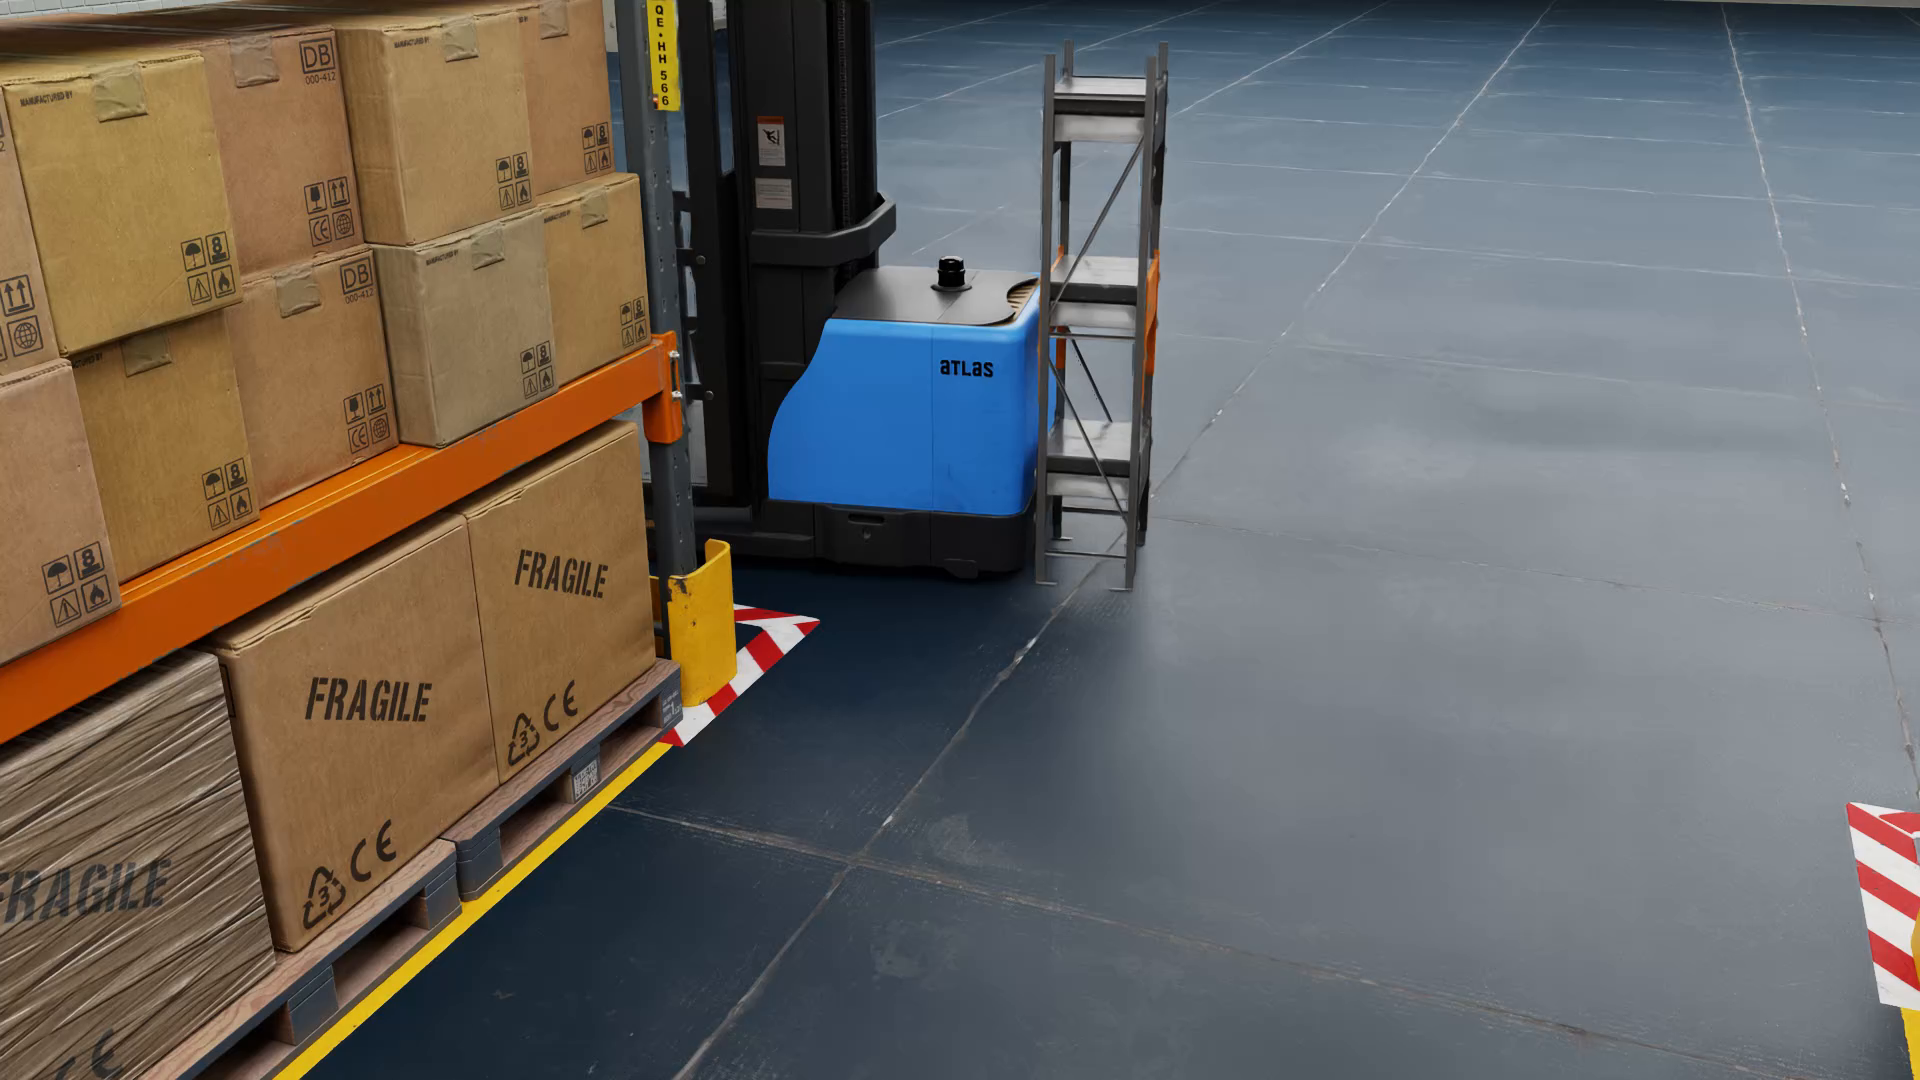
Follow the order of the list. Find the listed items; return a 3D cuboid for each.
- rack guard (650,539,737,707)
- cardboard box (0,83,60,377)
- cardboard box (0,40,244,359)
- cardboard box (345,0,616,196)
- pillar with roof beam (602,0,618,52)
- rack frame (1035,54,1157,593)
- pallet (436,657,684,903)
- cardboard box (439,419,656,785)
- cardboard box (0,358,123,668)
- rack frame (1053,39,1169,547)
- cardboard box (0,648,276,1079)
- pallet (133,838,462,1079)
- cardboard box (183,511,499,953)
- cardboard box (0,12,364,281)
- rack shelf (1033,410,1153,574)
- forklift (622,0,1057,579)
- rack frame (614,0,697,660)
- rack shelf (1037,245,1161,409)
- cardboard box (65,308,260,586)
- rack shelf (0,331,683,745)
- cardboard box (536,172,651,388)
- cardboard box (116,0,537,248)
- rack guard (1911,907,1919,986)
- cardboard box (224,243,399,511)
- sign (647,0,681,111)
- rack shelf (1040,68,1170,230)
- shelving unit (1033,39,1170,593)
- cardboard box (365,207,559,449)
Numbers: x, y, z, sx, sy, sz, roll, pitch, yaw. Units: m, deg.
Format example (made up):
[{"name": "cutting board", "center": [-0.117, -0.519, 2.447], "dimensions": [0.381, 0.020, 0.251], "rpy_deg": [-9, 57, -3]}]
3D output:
[{"name": "rack guard", "center": [-1.402, 0.220, 6.074], "dimensions": [1.175, 0.500, 0.348], "rpy_deg": [9, 24, 20]}, {"name": "cardboard box", "center": [-2.303, -0.575, 3.139], "dimensions": [0.875, 0.550, 0.550], "rpy_deg": [9, 24, 20]}, {"name": "cardboard box", "center": [-2.114, -0.766, 3.596], "dimensions": [0.875, 0.550, 0.500], "rpy_deg": [9, 24, 20]}, {"name": "cardboard box", "center": [-1.585, -1.365, 5.030], "dimensions": [0.875, 0.550, 0.550], "rpy_deg": [9, 24, 20]}, {"name": "pillar with roof beam", "center": [-1.067, -10.780, 21.382], "dimensions": [9.100, 9.000, 0.400], "rpy_deg": [9, 24, 20]}, {"name": "rack frame", "center": [0.506, -0.772, 6.373], "dimensions": [0.400, 2.100, 0.015], "rpy_deg": [4, 23, 11]}, {"name": "pallet", "center": [-1.635, 0.659, 5.398], "dimensions": [1.003, 0.211, 1.213], "rpy_deg": [9, 24, 20]}, {"name": "cardboard box", "center": [-1.601, 0.114, 5.297], "dimensions": [0.875, 0.875, 0.875], "rpy_deg": [9, 24, 20]}, {"name": "cardboard box", "center": [-2.278, -0.073, 3.338], "dimensions": [0.875, 0.550, 0.550], "rpy_deg": [9, 24, 20]}, {"name": "rack frame", "center": [0.603, -0.956, 6.815], "dimensions": [0.400, 2.100, 0.015], "rpy_deg": [4, 23, 11]}, {"name": "cardboard box", "center": [-2.267, 0.755, 3.762], "dimensions": [0.875, 0.875, 0.875], "rpy_deg": [9, 24, 20]}, {"name": "pallet", "center": [-2.090, 1.094, 4.356], "dimensions": [1.003, 0.211, 1.213], "rpy_deg": [9, 24, 20]}, {"name": "cardboard box", "center": [-1.926, 0.429, 4.542], "dimensions": [0.875, 0.875, 0.875], "rpy_deg": [8, 24, 19]}, {"name": "cardboard box", "center": [-2.037, -0.974, 4.094], "dimensions": [0.875, 0.550, 0.550], "rpy_deg": [9, 24, 20]}, {"name": "rack shelf", "center": [0.555, -0.205, 6.869], "dimensions": [0.431, 0.518, 0.480], "rpy_deg": [4, 23, 11]}, {"name": "forklift", "center": [-1.130, -1.462, 6.946], "dimensions": [3.031, 2.935, 1.130], "rpy_deg": [4, 23, 11]}, {"name": "rack frame", "center": [-1.411, -0.925, 5.572], "dimensions": [1.000, 3.000, 0.127], "rpy_deg": [9, 24, 20]}, {"name": "rack shelf", "center": [0.555, -0.851, 6.599], "dimensions": [0.431, 0.518, 0.480], "rpy_deg": [4, 23, 11]}, {"name": "cardboard box", "center": [-2.174, -0.277, 3.826], "dimensions": [0.875, 0.550, 0.500], "rpy_deg": [9, 24, 20]}, {"name": "rack shelf", "center": [-2.154, 0.123, 3.997], "dimensions": [1.077, 0.370, 4.000], "rpy_deg": [9, 24, 20]}, {"name": "cardboard box", "center": [-1.507, -0.855, 5.210], "dimensions": [0.875, 0.550, 0.550], "rpy_deg": [9, 24, 20]}, {"name": "cardboard box", "center": [-1.703, -1.155, 4.528], "dimensions": [0.875, 0.550, 0.550], "rpy_deg": [9, 24, 20]}, {"name": "rack guard", "center": [3.129, 1.002, 4.202], "dimensions": [1.175, 0.500, 0.348], "rpy_deg": [9, 24, 20]}, {"name": "cardboard box", "center": [-2.015, -0.472, 4.294], "dimensions": [0.875, 0.550, 0.550], "rpy_deg": [9, 24, 20]}, {"name": "sign", "center": [-0.912, -1.486, 5.105], "dimensions": [0.100, 0.325, 0.005], "rpy_deg": [9, 24, 20]}, {"name": "rack shelf", "center": [0.555, -1.497, 6.329], "dimensions": [0.431, 0.518, 0.480], "rpy_deg": [4, 23, 11]}, {"name": "shelving unit", "center": [0.555, -0.864, 6.594], "dimensions": [0.431, 2.100, 0.503], "rpy_deg": [4, 23, 11]}, {"name": "cardboard box", "center": [-1.691, -0.655, 4.731], "dimensions": [0.875, 0.550, 0.550], "rpy_deg": [9, 24, 20]}]
